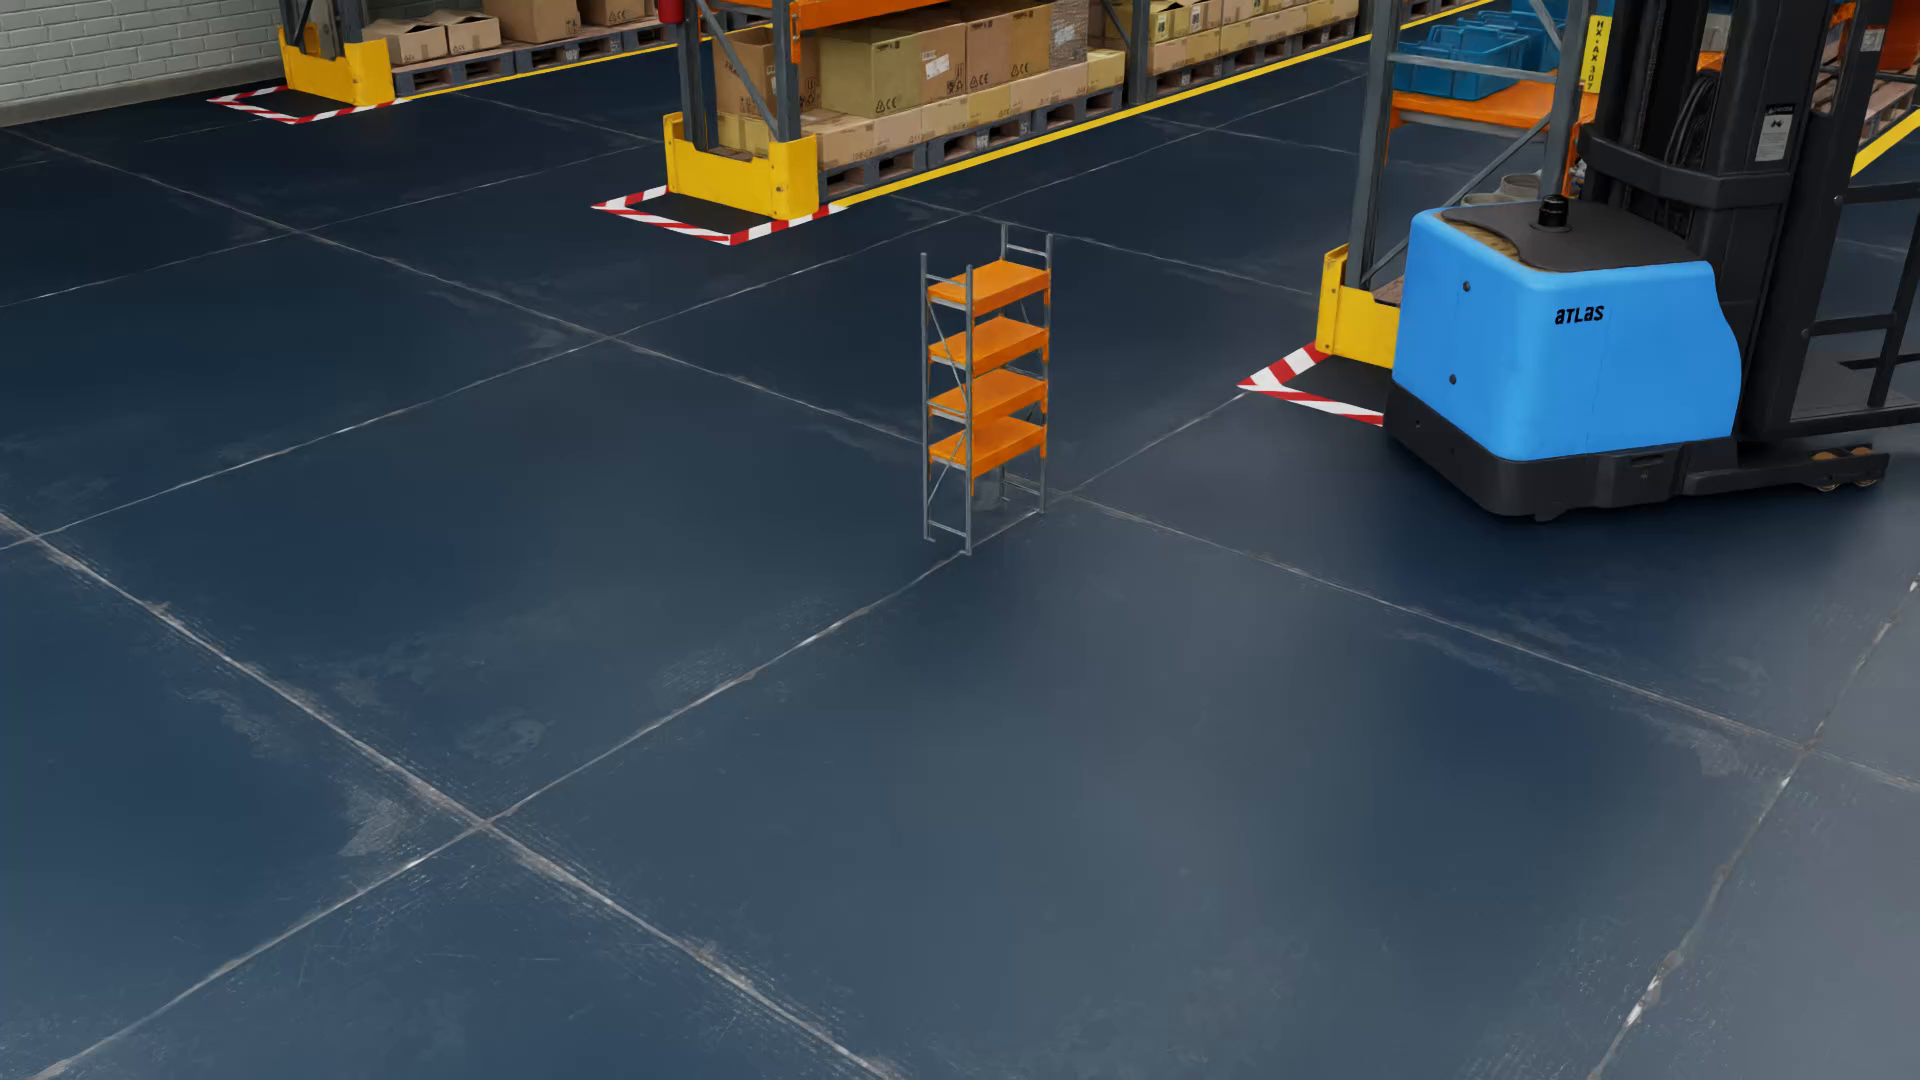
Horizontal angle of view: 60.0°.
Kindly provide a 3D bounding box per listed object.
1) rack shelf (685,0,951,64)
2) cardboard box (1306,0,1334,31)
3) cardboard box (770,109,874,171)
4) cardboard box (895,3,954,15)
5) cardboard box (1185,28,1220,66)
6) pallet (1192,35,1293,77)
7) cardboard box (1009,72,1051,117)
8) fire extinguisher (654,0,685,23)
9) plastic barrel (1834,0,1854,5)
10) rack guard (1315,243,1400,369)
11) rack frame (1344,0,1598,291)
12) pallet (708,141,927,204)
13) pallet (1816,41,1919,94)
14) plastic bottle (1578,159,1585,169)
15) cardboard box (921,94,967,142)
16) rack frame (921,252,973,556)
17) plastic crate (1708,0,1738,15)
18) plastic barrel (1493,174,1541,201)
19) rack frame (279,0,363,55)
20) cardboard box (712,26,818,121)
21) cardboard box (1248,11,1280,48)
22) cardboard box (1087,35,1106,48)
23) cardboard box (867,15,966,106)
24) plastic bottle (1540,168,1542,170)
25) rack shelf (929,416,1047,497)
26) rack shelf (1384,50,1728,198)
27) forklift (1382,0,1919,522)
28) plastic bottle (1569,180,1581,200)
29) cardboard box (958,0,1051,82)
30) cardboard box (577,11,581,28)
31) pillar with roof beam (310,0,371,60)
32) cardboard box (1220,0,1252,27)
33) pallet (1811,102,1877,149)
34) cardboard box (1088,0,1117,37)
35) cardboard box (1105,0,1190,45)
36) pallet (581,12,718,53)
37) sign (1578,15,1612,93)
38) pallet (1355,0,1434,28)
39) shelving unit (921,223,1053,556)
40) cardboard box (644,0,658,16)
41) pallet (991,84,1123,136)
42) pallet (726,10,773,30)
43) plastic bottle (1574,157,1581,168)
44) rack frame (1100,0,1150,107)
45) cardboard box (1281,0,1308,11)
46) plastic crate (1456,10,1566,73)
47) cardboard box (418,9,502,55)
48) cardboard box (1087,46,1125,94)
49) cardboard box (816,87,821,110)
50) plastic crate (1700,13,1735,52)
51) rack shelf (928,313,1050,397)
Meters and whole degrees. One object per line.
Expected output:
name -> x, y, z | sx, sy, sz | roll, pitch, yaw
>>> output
rack shelf -> -0.173, -4.014, 12.027 | 1.077, 0.370, 4.000 | 21, 34, 34
cardboard box -> 3.172, -4.984, 15.656 | 0.500, 0.250, 0.500 | 20, 34, 34
cardboard box -> -0.932, -2.715, 11.269 | 0.500, 0.250, 0.500 | 21, 34, 34
cardboard box -> -0.390, -3.736, 12.426 | 0.500, 0.500, 0.500 | 21, 34, 34
cardboard box -> 1.873, -4.259, 14.254 | 0.500, 0.250, 0.500 | 22, 34, 36
pallet -> 2.313, -4.511, 15.240 | 1.003, 0.211, 1.213 | 21, 34, 34
cardboard box -> 0.341, -3.424, 12.639 | 0.500, 0.250, 0.500 | 21, 34, 34
fire extinguisher -> -1.879, -3.684, 10.691 | 0.296, 0.674, 0.183 | 21, 34, 34
plastic barrel -> 5.399, -3.865, 10.410 | 0.600, 0.901, 0.708 | 21, 34, 34
rack guard -> 2.387, -1.106, 8.344 | 1.175, 0.500, 0.348 | 21, 34, 34
rack frame -> 2.375, -2.175, 7.691 | 1.000, 3.000, 0.127 | 21, 34, 34
pallet -> -0.991, -2.669, 11.680 | 1.003, 0.211, 1.213 | 21, 34, 34
pallet -> 7.933, -4.065, 14.378 | 1.003, 0.211, 1.213 | 21, 34, 34
plastic bottle -> 3.901, -2.282, 10.388 | 0.097, 0.271, 0.097 | 0, 27, 0
cardboard box -> -0.299, -3.070, 11.956 | 0.500, 0.250, 0.500 | 21, 34, 34
rack frame -> -0.050, -0.505, 6.421 | 0.240, 1.200, 0.015 | 21, 34, 34
plastic crate -> 4.425, -3.056, 9.554 | 0.499, 0.251, 0.616 | 21, 34, 34
plastic barrel -> 3.053, -1.690, 9.003 | 0.421, 0.512, 0.421 | 0, 27, 0
rack frame -> -5.270, -5.071, 13.288 | 1.000, 3.000, 0.127 | 21, 34, 34
cardboard box -> -1.334, -3.200, 11.390 | 0.500, 0.500, 0.500 | 21, 34, 34
cardboard box -> 2.525, -4.624, 14.959 | 0.500, 0.250, 0.500 | 22, 34, 35
cardboard box -> 1.139, -4.240, 14.216 | 0.500, 0.250, 0.500 | 20, 34, 34
cardboard box -> -0.308, -3.407, 11.790 | 0.500, 0.500, 0.500 | 21, 34, 34
plastic bottle -> 3.577, -2.164, 10.073 | 0.144, 0.351, 0.185 | 22, 35, 36
rack shelf -> 0.105, -0.355, 6.710 | 0.258, 0.148, 0.480 | 21, 34, 34
rack shelf -> 3.647, -2.565, 9.227 | 1.077, 0.370, 4.000 | 21, 34, 34
forklift -> 3.504, -1.738, 6.919 | 3.031, 2.935, 1.130 | -7, 28, -13
plastic bottle -> 3.698, -2.078, 10.069 | 0.097, 0.201, 0.097 | 0, 27, 0
cardboard box -> 0.331, -3.760, 12.474 | 0.500, 0.500, 0.500 | 21, 34, 34
cardboard box -> -3.758, -4.857, 15.498 | 0.380, 0.149, 0.250 | 18, 32, 30
pillar with roof beam -> -2.170, -6.978, 10.445 | 9.100, 9.000, 0.400 | 21, 34, 34
cardboard box -> 2.205, -4.690, 14.477 | 0.500, 0.311, 0.500 | 19, 33, 33
pallet -> 6.164, -3.079, 12.473 | 1.003, 0.211, 1.213 | 21, 34, 34
cardboard box -> 1.136, -4.484, 14.079 | 0.500, 0.311, 0.500 | 21, 34, 34
cardboard box -> 1.554, -4.331, 13.782 | 0.500, 0.311, 0.500 | 21, 34, 35
pallet -> -3.125, -5.002, 16.189 | 1.003, 0.211, 1.213 | 21, 34, 34
sign -> 2.796, -2.136, 7.313 | 0.100, 0.325, 0.005 | 21, 34, 34
pallet -> 4.148, -5.476, 17.105 | 1.003, 0.211, 1.213 | 21, 34, 34
shelving unit -> 0.105, -0.592, 6.588 | 0.258, 1.200, 0.503 | 21, 34, 34
cardboard box -> -3.043, -5.228, 16.195 | 0.380, 0.166, 0.250 | 16, 31, 28
pallet -> 0.561, -3.534, 13.352 | 1.003, 0.211, 1.213 | 21, 34, 34
pallet -> -2.231, -5.527, 17.204 | 1.003, 0.211, 1.213 | 21, 34, 34
plastic bottle -> 3.828, -2.304, 10.417 | 0.061, 0.283, 0.133 | 23, 35, 37
rack frame -> 1.099, -5.043, 13.233 | 1.000, 3.000, 0.127 | 21, 34, 34
cardboard box -> 2.852, -5.053, 15.178 | 0.500, 0.311, 0.500 | 20, 34, 34
plastic crate -> 2.880, -2.603, 8.679 | 0.499, 0.251, 0.408 | 21, 34, 34
cardboard box -> -4.398, -4.493, 14.618 | 0.500, 0.311, 0.500 | 24, 36, 38
cardboard box -> 0.973, -3.780, 13.327 | 0.500, 0.250, 0.500 | 21, 34, 34
cardboard box -> -1.023, -3.047, 11.911 | 0.500, 0.250, 0.500 | 21, 34, 34
plastic crate -> 4.082, -2.827, 9.237 | 0.530, 0.136, 0.437 | 21, 34, 34
rack shelf -> 0.105, -0.731, 6.516 | 0.258, 0.148, 0.480 | 21, 34, 34
